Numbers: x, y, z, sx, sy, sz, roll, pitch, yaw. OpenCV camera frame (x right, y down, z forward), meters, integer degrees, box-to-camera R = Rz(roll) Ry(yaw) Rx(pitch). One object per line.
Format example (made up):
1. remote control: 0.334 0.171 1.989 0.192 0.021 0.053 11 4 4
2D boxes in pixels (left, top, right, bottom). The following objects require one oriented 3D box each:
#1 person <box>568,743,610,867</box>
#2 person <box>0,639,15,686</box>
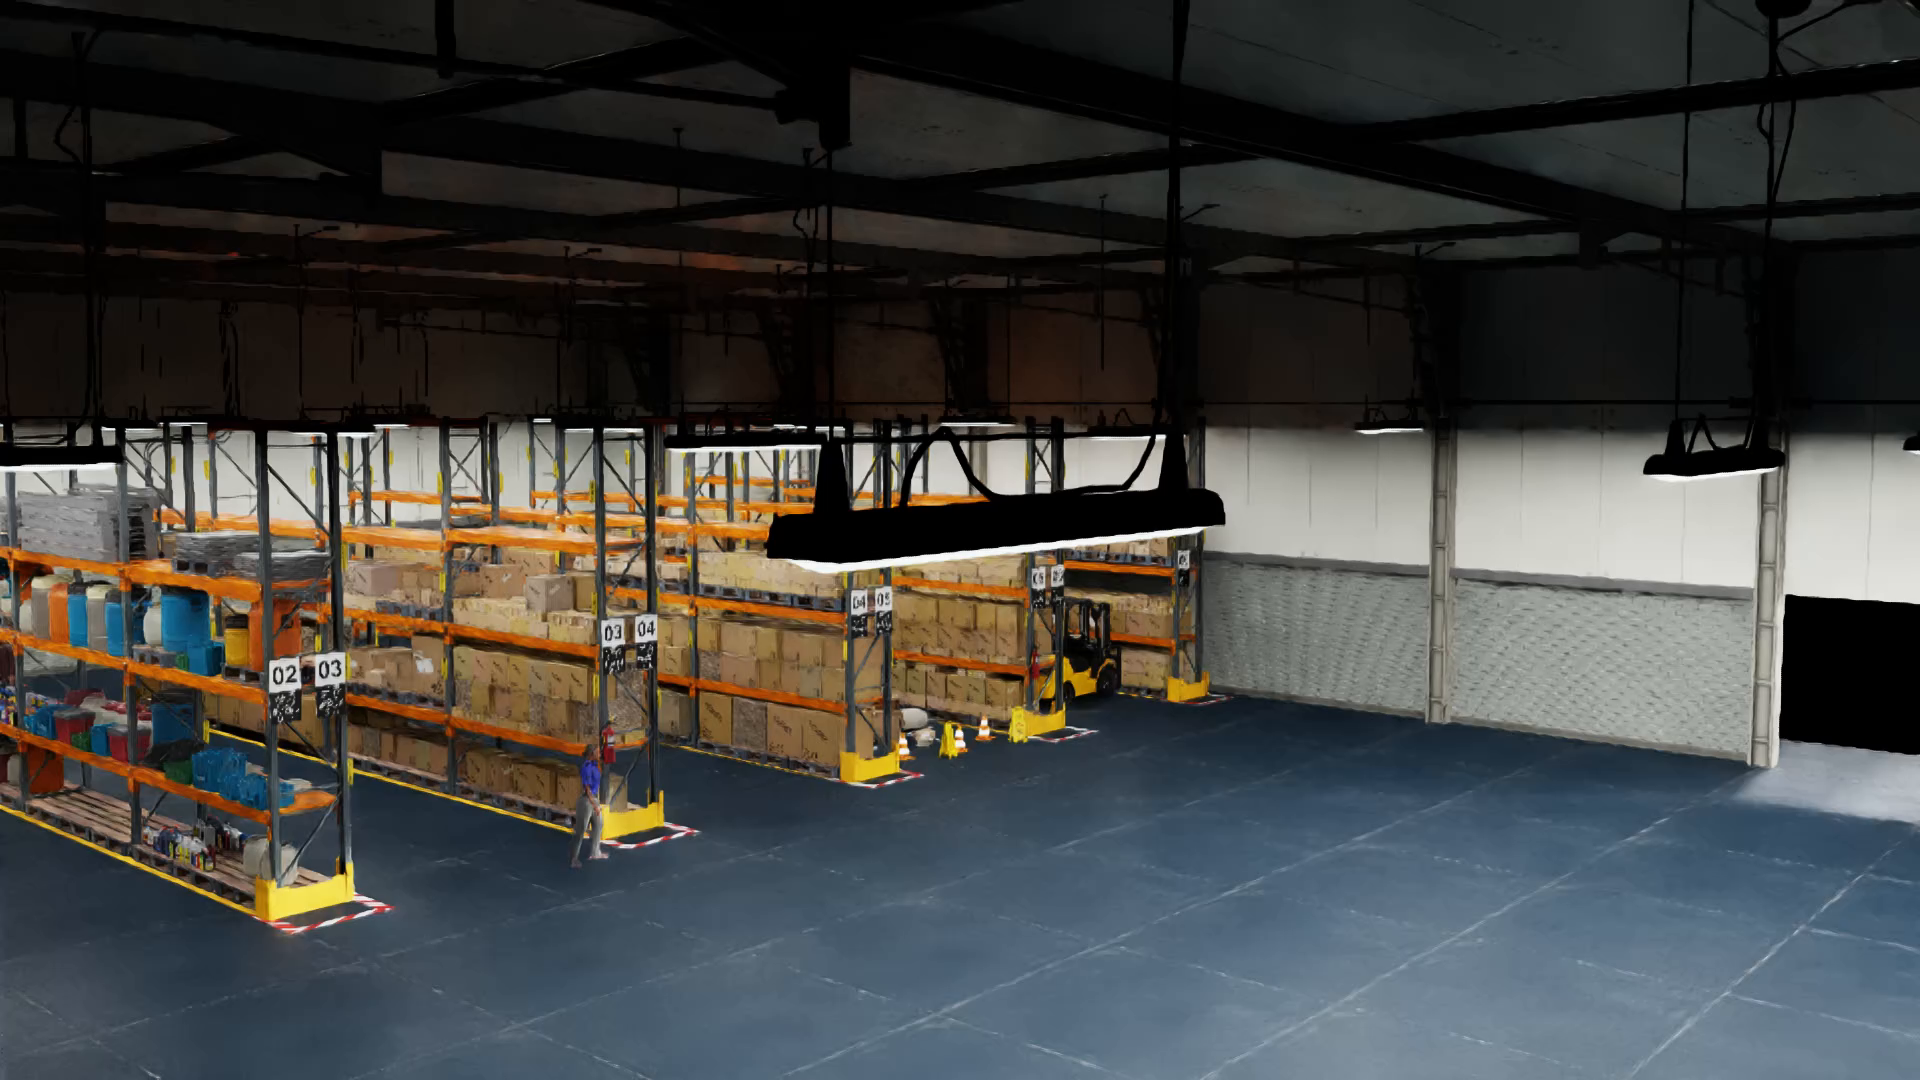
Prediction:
1. person: -5.121 3.615 22.837 0.503 1.650 0.590 0 5 0
2. person: -19.047 2.690 33.163 0.694 1.778 0.586 2 5 24
